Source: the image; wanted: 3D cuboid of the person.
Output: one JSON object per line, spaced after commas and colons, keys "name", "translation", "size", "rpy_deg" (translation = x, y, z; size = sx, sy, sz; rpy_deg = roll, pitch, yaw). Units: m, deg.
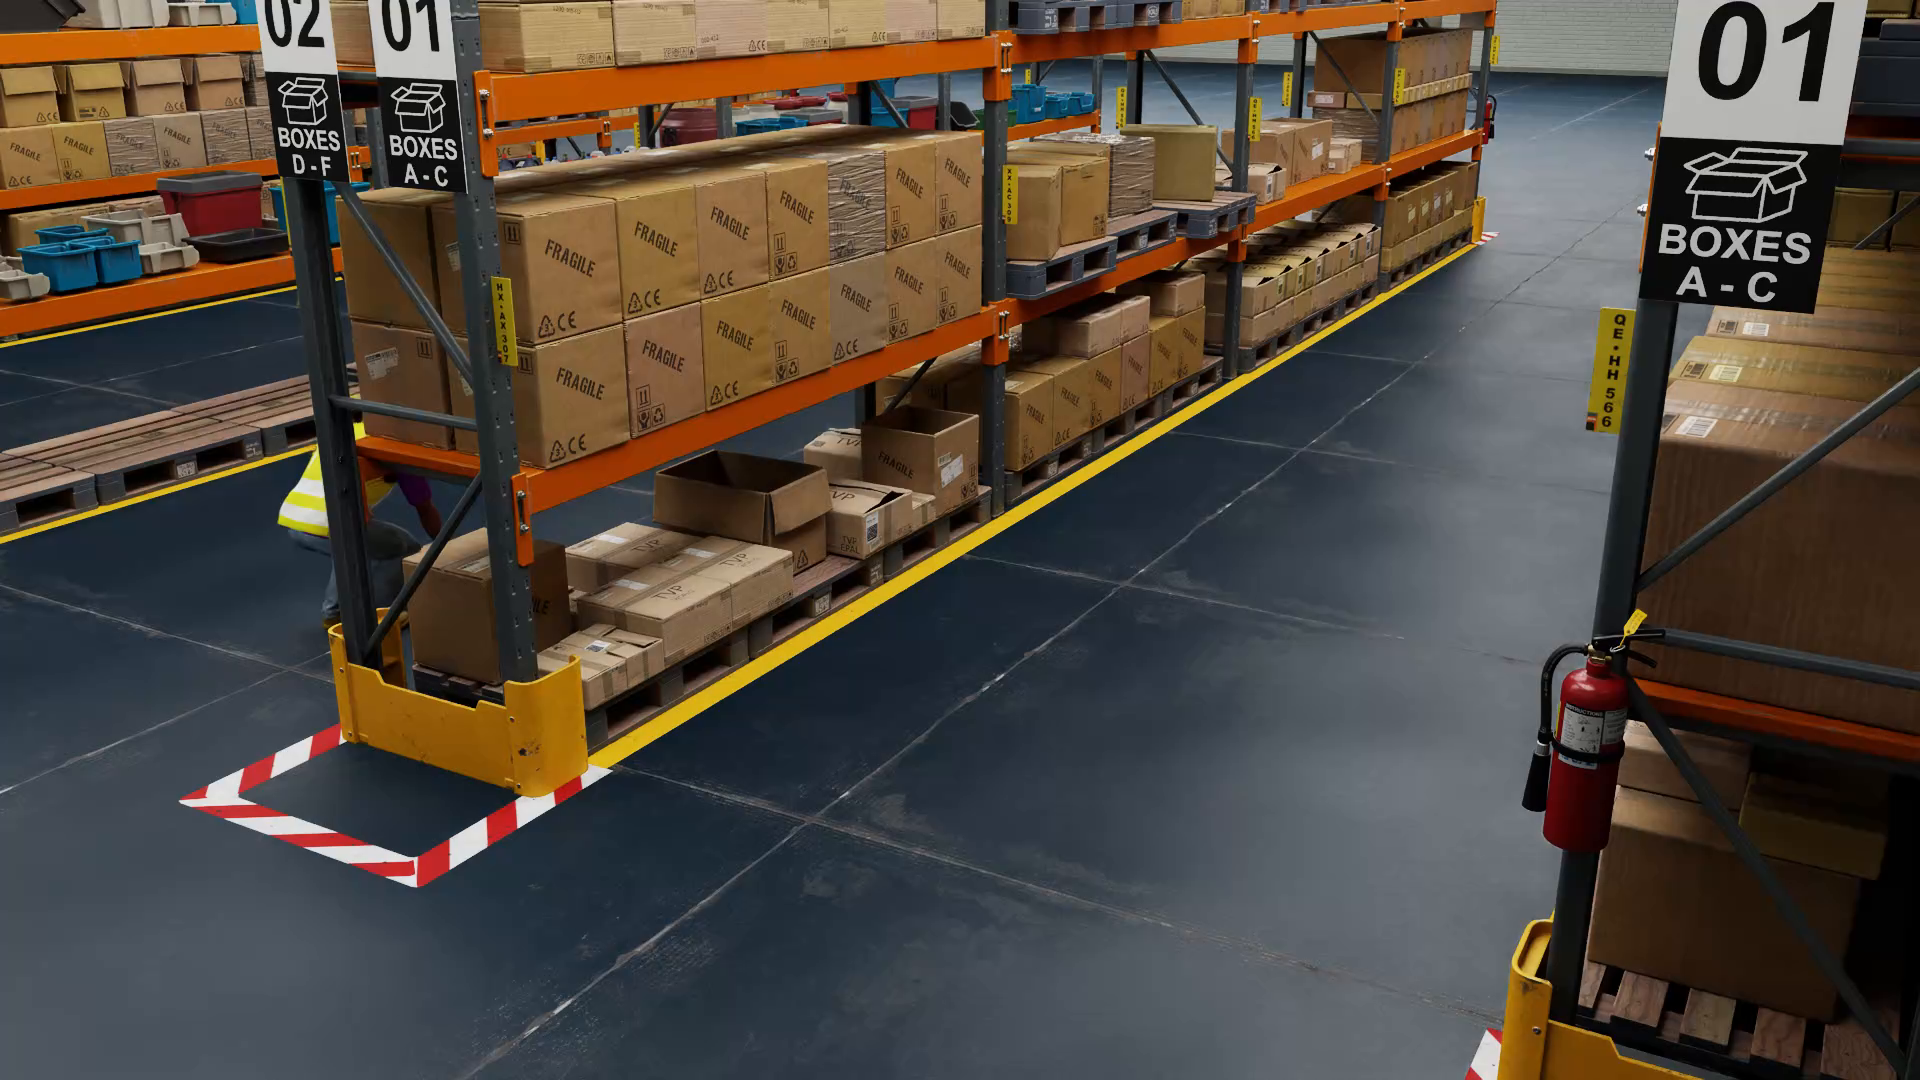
{"name": "person", "translation": [-3.008, -0.122, 8.373], "size": [0.606, 1.113, 0.869], "rpy_deg": [12, 23, 30]}
